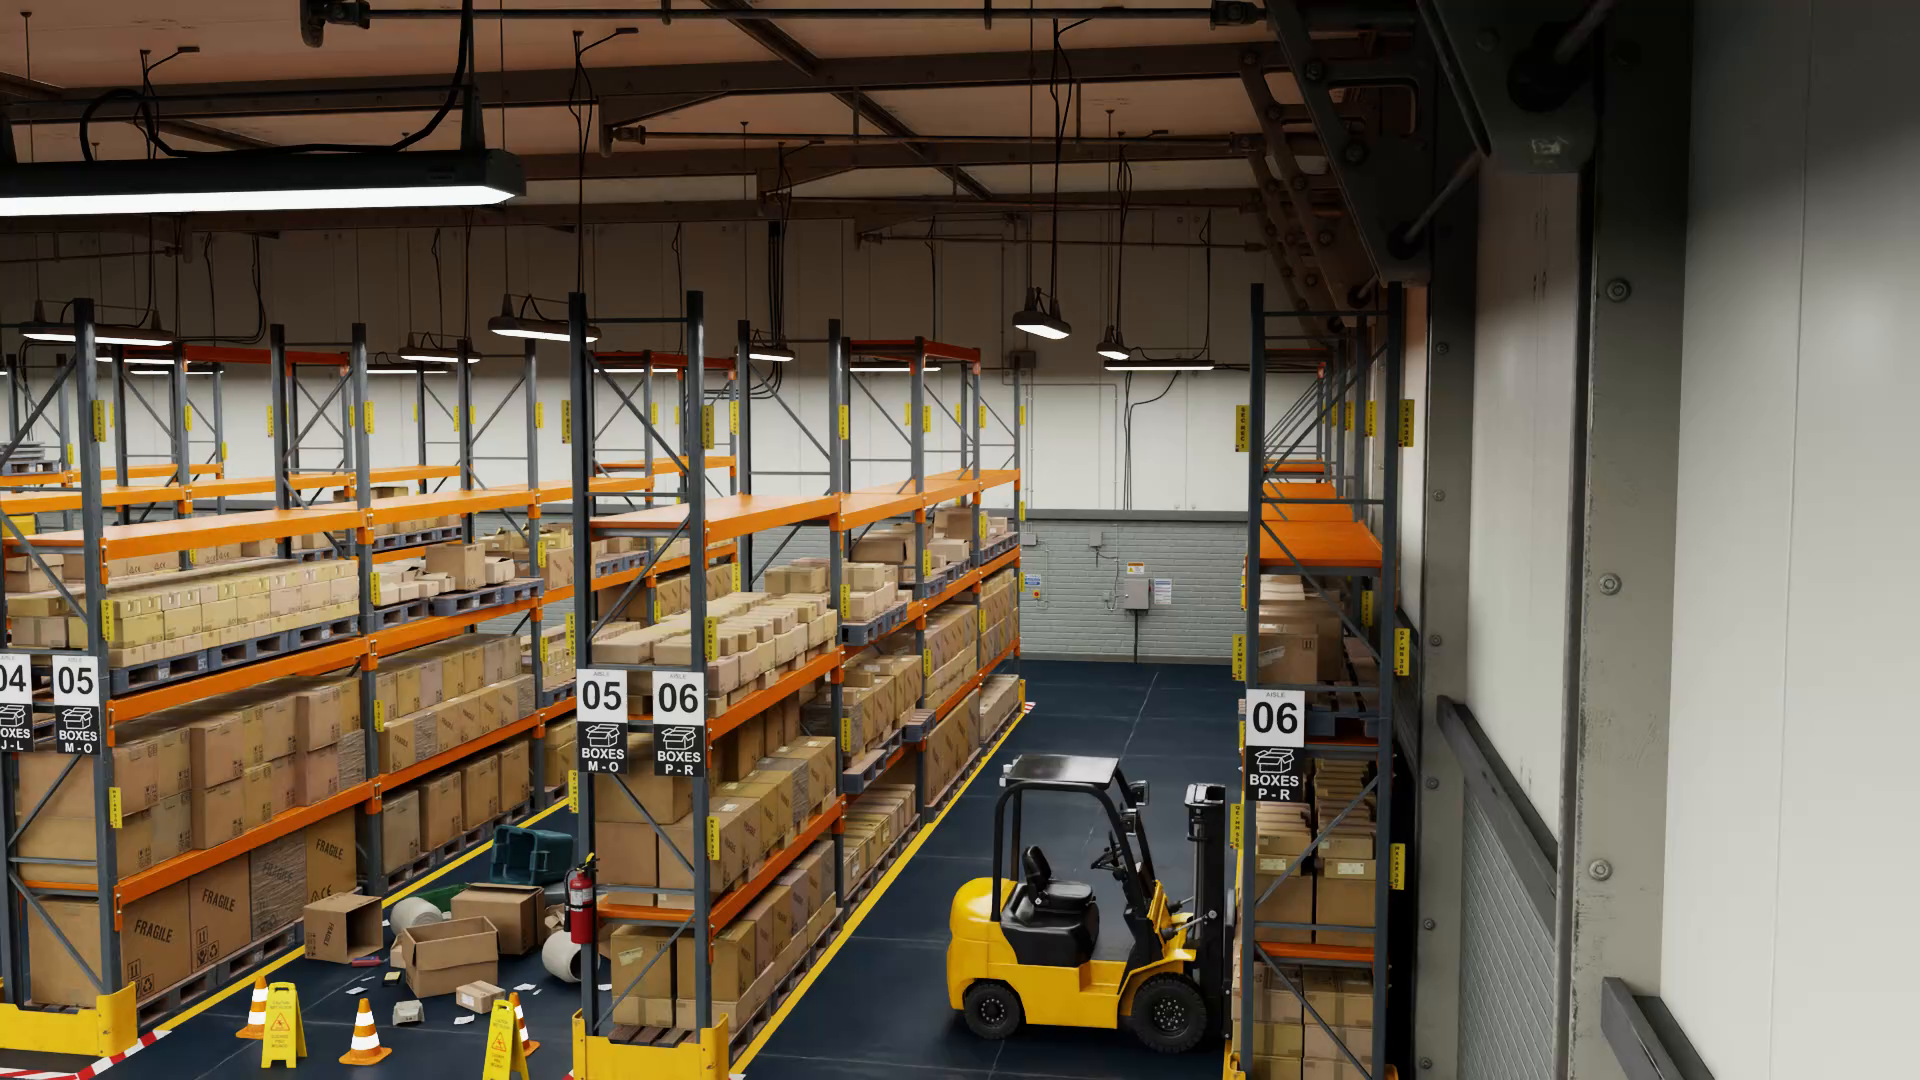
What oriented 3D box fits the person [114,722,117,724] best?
[{"bbox_3d":[-9.728,2.838,19.019,0.476,1.560,0.878,-1,5,-7],"label":"person"}]
